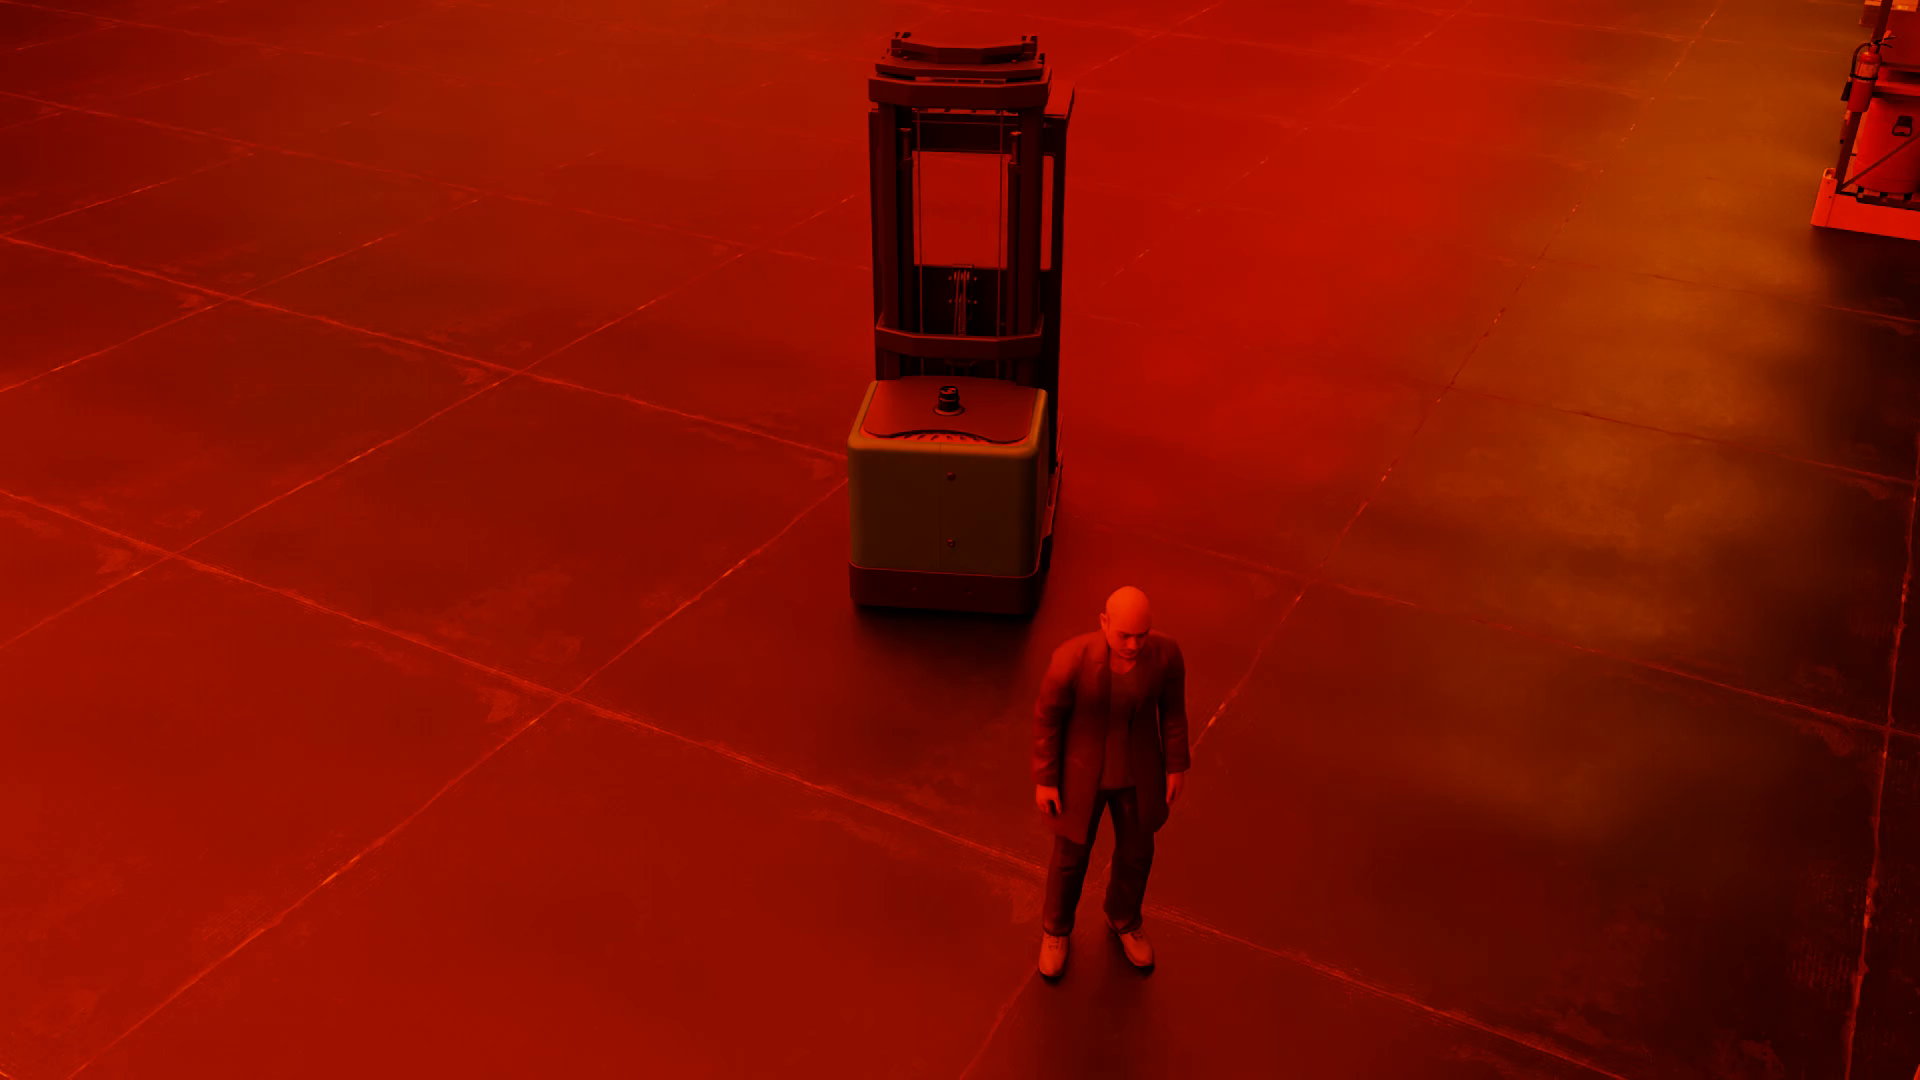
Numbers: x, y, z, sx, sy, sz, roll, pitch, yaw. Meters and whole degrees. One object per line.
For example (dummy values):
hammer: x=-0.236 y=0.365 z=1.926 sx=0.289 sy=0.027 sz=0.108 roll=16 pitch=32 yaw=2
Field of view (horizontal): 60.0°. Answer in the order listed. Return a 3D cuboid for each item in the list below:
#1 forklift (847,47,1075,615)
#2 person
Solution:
forklift: x=0.072 y=-1.544 z=9.810 sx=1.129 sy=2.867 sz=3.031 roll=3 pitch=30 yaw=6
person: x=0.597 y=0.944 z=6.593 sx=0.608 sy=1.774 sz=0.379 roll=-5 pitch=30 yaw=-8
